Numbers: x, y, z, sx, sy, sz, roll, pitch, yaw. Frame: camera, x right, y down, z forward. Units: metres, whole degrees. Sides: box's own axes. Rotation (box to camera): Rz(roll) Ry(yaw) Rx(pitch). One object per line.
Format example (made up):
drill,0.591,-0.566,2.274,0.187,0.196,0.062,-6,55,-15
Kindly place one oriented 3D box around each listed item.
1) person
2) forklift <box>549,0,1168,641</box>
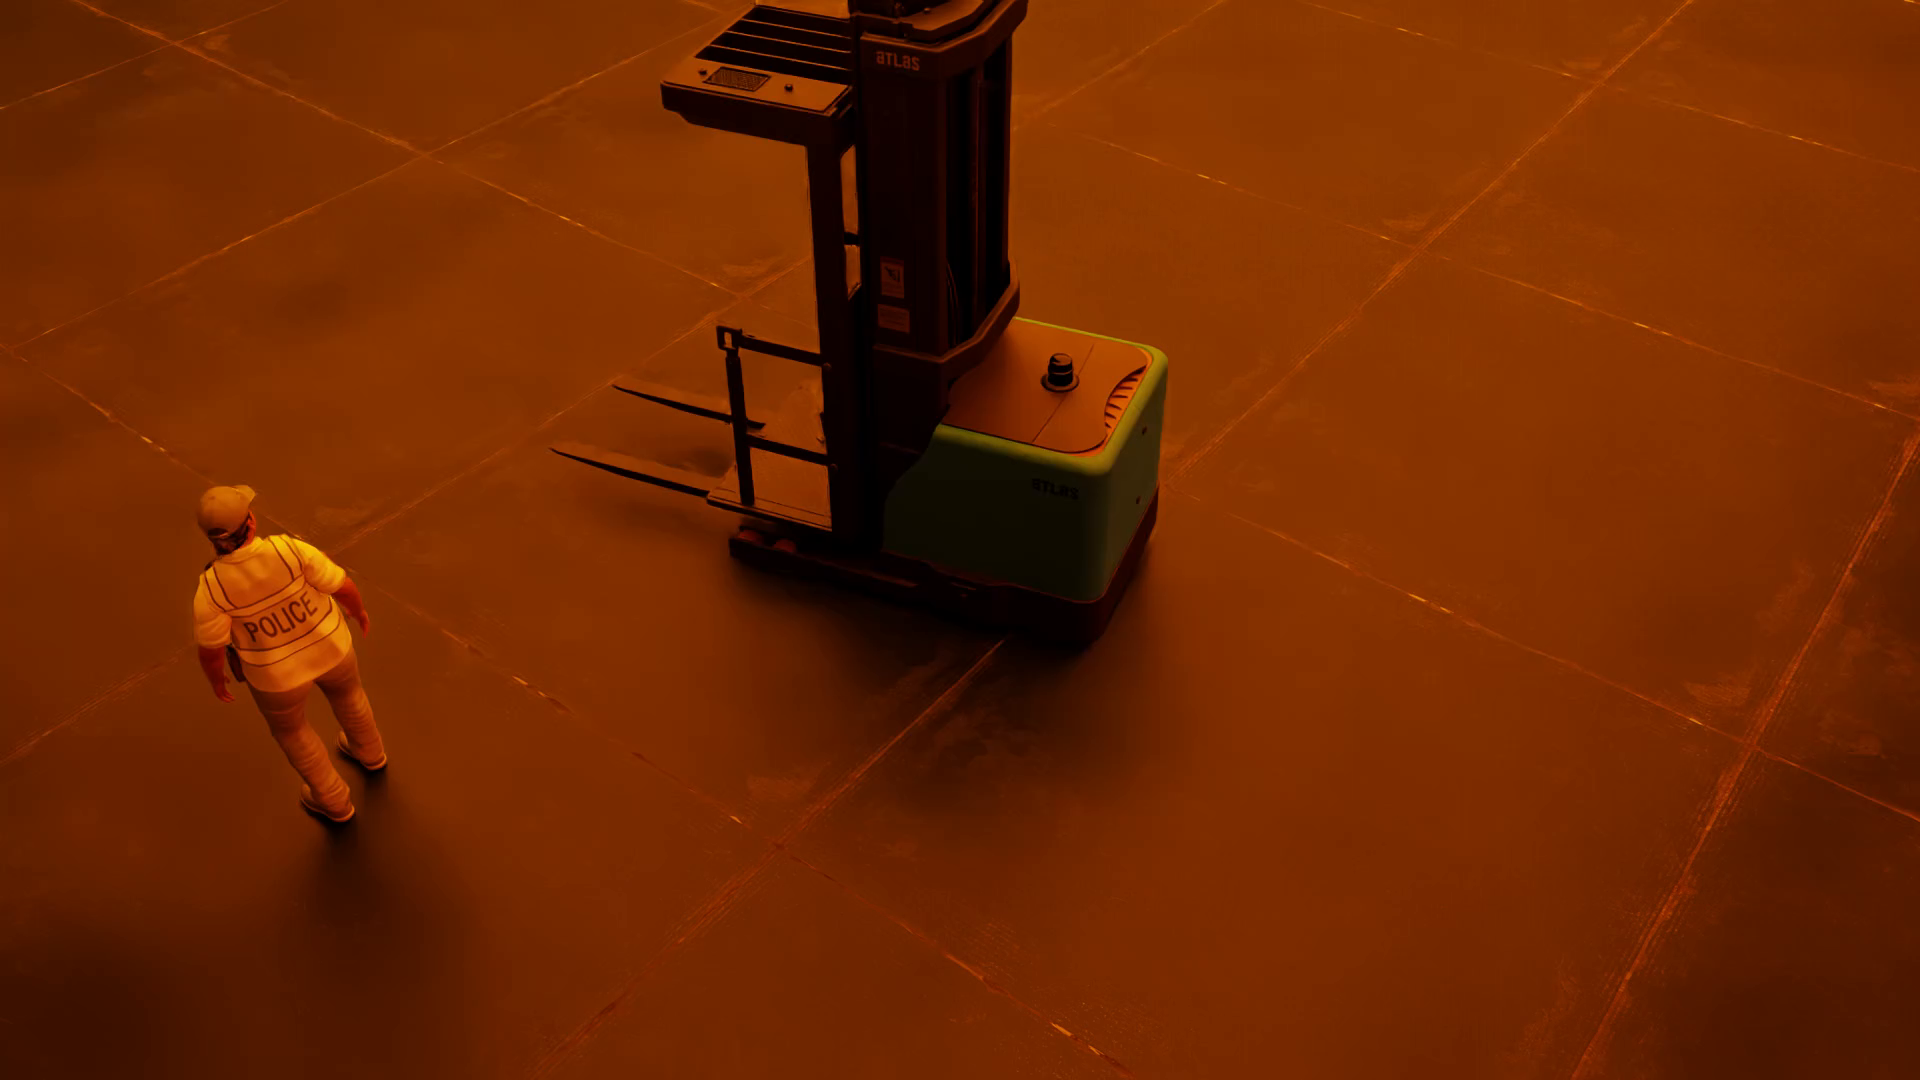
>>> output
person,-2.657,0.425,6.557,0.653,1.663,0.519,-30,49,-31
forklift,-0.588,-1.256,7.547,3.031,2.935,1.130,15,43,17
